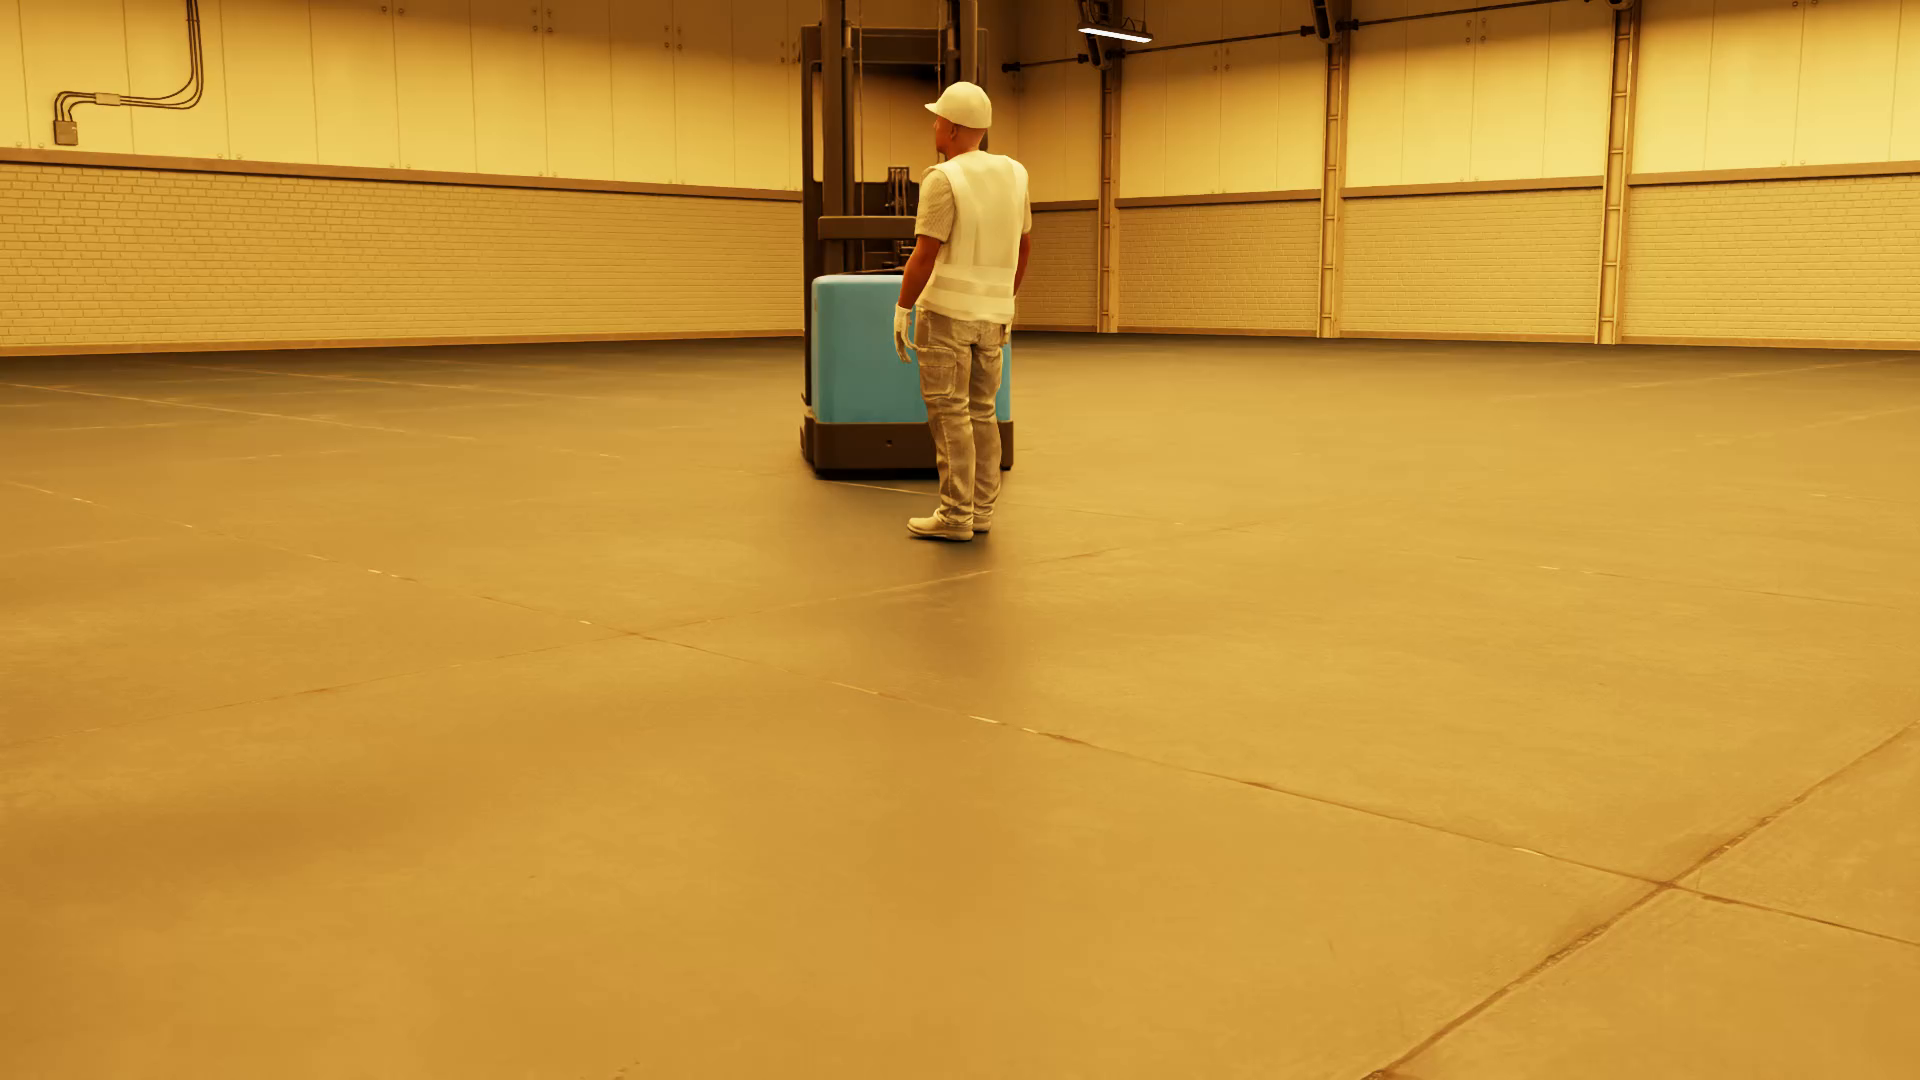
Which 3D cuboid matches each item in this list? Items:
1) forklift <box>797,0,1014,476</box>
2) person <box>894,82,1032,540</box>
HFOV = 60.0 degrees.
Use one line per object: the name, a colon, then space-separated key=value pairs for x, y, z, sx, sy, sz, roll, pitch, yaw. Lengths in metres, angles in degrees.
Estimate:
forklift: x=-0.411 y=-1.978 z=10.013 sx=1.130 sy=2.935 sz=3.031 roll=-1 pitch=9 yaw=-7
person: x=-0.046 y=-0.897 z=6.639 sx=0.577 sy=1.781 sz=0.656 roll=8 pitch=12 yaw=43
